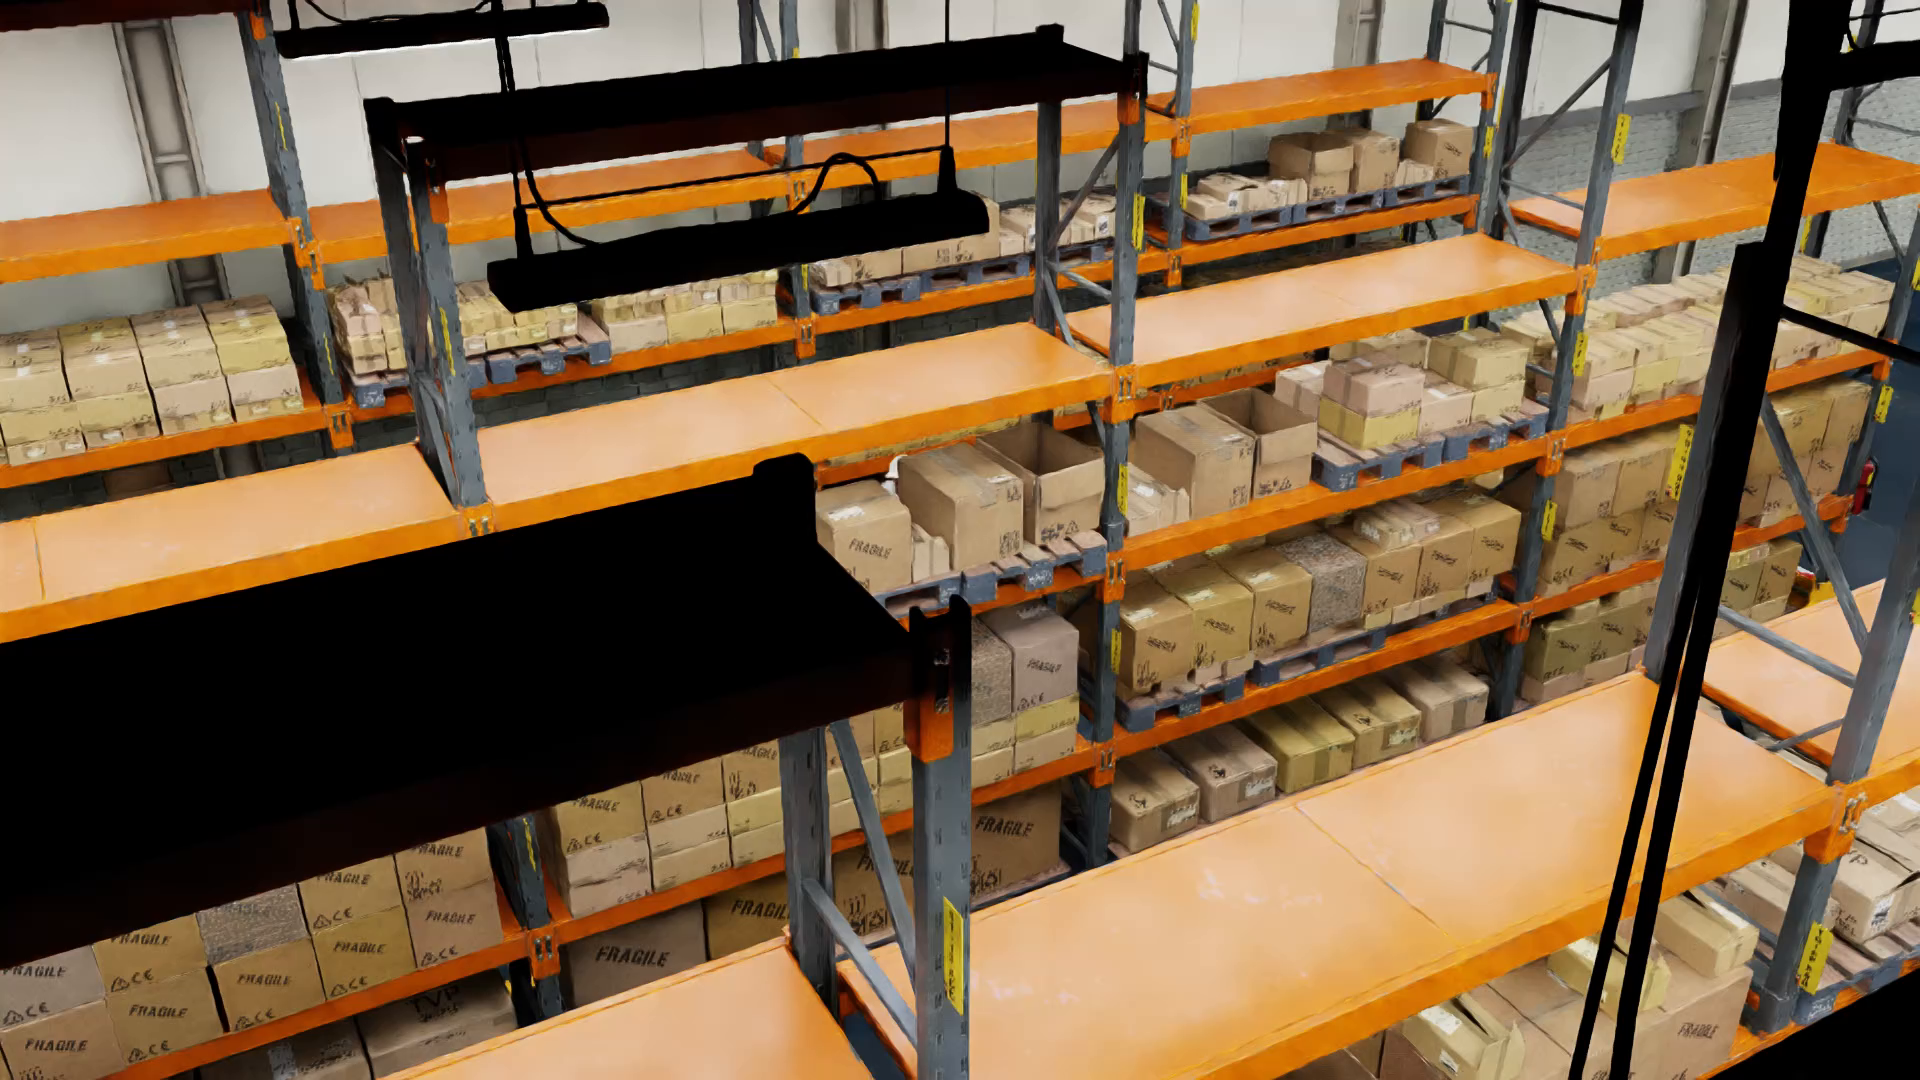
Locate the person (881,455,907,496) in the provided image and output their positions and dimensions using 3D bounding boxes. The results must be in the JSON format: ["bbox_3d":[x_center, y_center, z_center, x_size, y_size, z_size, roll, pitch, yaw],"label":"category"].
[{"bbox_3d":[-0.493,0.067,14.953,0.625,1.765,0.497,1,28,2],"label":"person"}]
